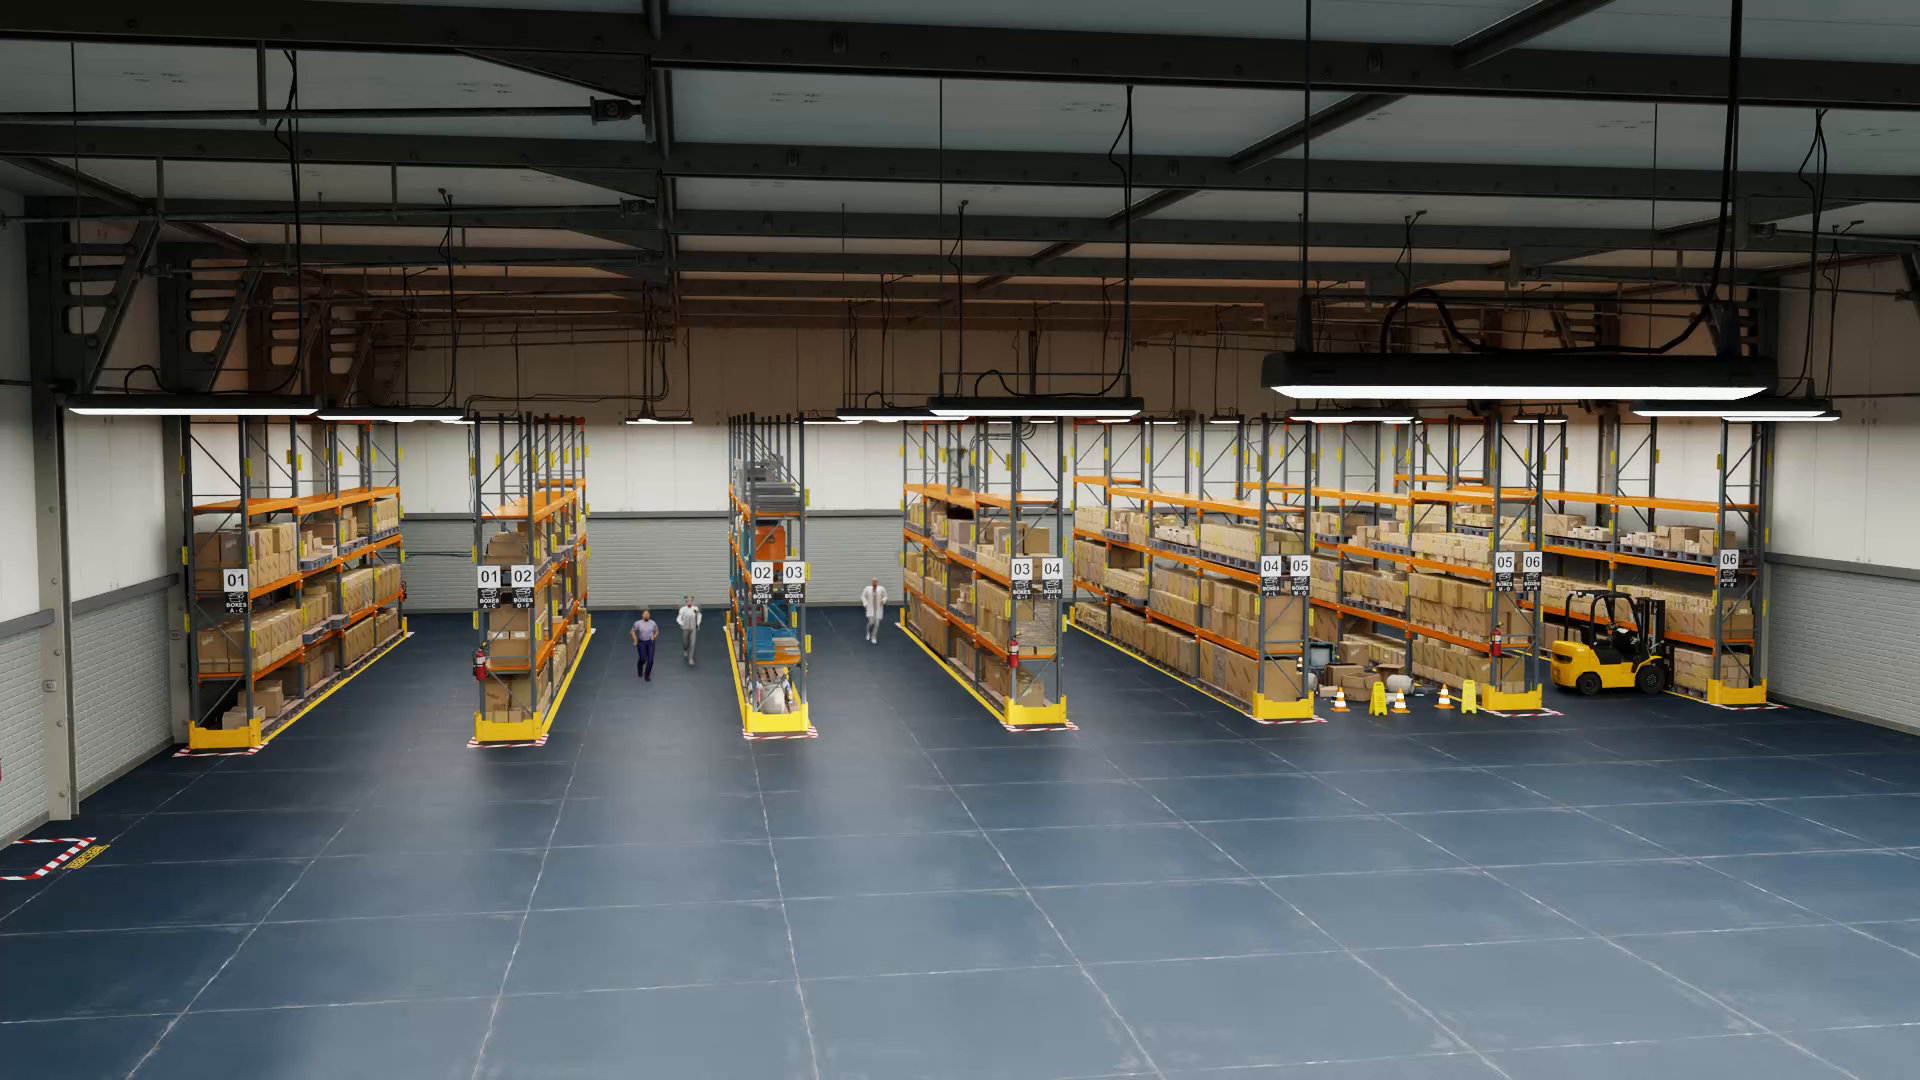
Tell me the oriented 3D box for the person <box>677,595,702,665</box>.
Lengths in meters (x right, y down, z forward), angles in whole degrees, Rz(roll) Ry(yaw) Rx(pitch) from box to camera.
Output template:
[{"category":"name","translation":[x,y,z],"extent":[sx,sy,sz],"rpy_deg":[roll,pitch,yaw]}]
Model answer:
[{"category":"person","translation":[-6.550,2.159,40.297],"extent":[0.605,1.660,0.819],"rpy_deg":[-1,4,-14]}]

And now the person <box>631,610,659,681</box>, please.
[{"category":"person","translation":[-7.072,2.377,37.477],"extent":[0.601,1.608,0.539],"rpy_deg":[-2,4,-22]}]

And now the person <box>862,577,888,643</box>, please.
[{"category":"person","translation":[-2.249,1.858,44.055],"extent":[0.693,1.746,0.652],"rpy_deg":[0,4,-5]}]

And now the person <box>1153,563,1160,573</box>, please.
[{"category":"person","translation":[6.034,1.504,50.722],"extent":[0.710,1.579,0.533],"rpy_deg":[-1,4,-13]}]
